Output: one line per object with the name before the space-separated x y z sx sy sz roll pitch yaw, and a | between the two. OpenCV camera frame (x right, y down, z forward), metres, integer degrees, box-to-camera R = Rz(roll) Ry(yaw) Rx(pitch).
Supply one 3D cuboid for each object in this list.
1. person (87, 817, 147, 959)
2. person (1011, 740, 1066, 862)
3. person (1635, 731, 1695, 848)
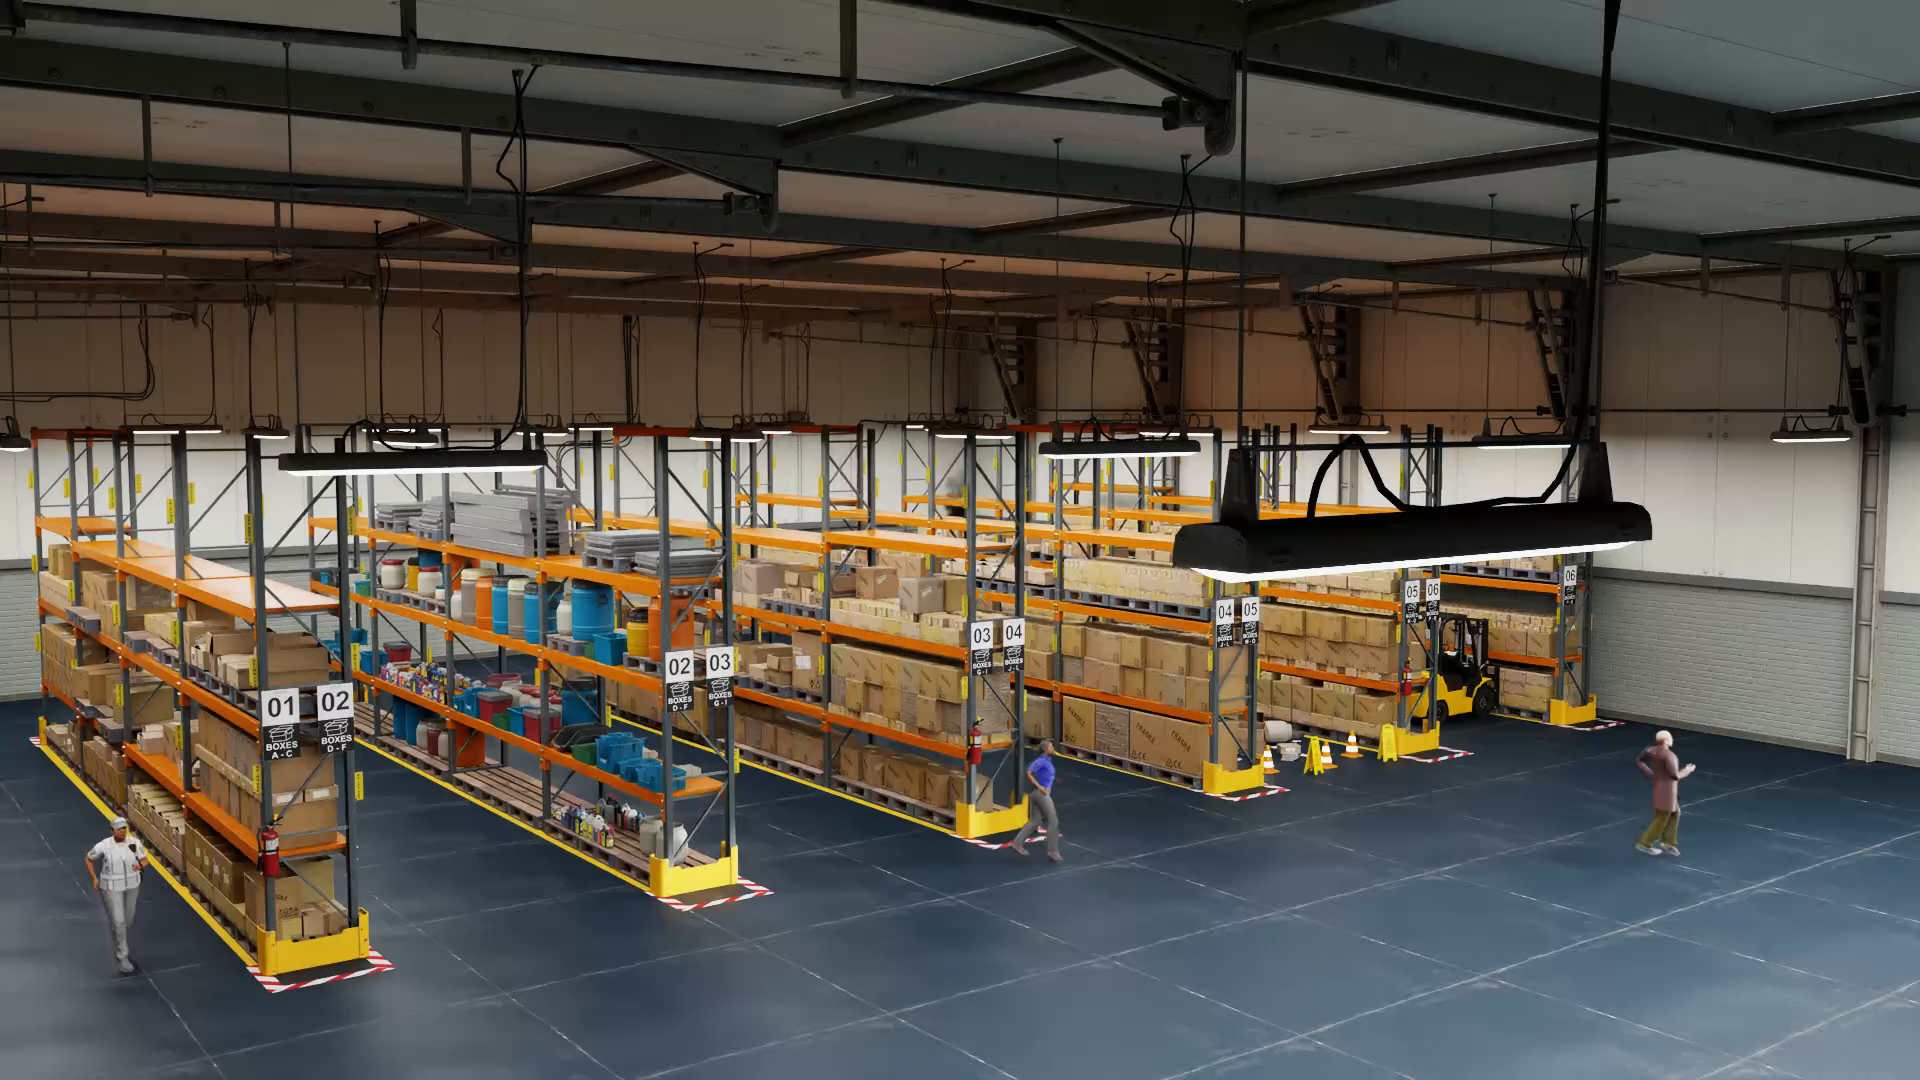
person | -9.614 3.932 19.017 0.722 1.574 0.565 4 6 42
person | 1.107 3.679 23.555 0.780 1.701 0.581 0 4 3
person | 9.946 3.516 23.457 0.773 1.671 0.686 0 4 0
